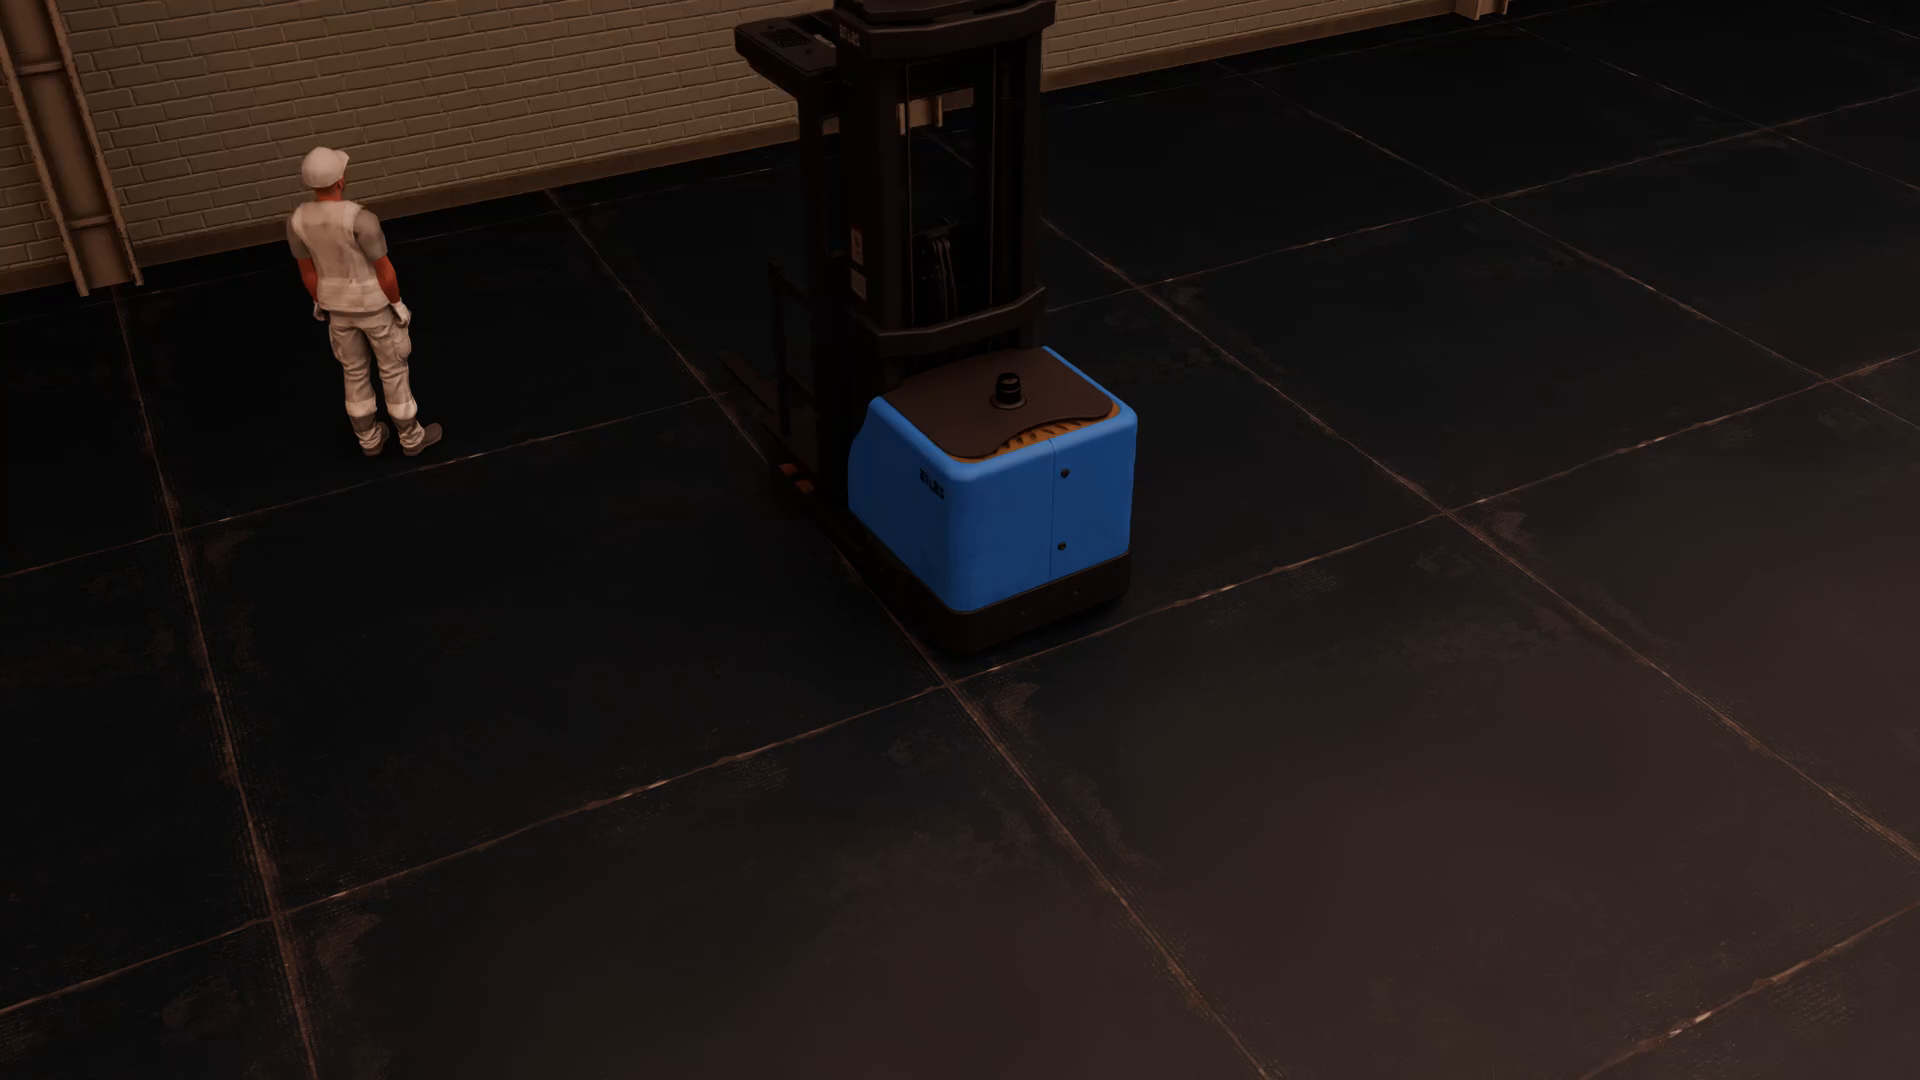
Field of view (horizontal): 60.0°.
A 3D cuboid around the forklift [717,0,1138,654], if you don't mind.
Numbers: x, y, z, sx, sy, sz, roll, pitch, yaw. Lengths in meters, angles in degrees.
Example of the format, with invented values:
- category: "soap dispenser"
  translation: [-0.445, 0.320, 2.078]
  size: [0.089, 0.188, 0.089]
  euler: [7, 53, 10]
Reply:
- category: "forklift"
  translation: [-0.364, -1.483, 8.222]
  size: [1.130, 2.935, 3.031]
  euler: [-20, 40, -25]

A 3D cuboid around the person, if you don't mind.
- category: "person"
  translation: [-3.204, -1.262, 8.898]
  size: [0.535, 1.794, 0.375]
  euler: [4, 35, 5]
